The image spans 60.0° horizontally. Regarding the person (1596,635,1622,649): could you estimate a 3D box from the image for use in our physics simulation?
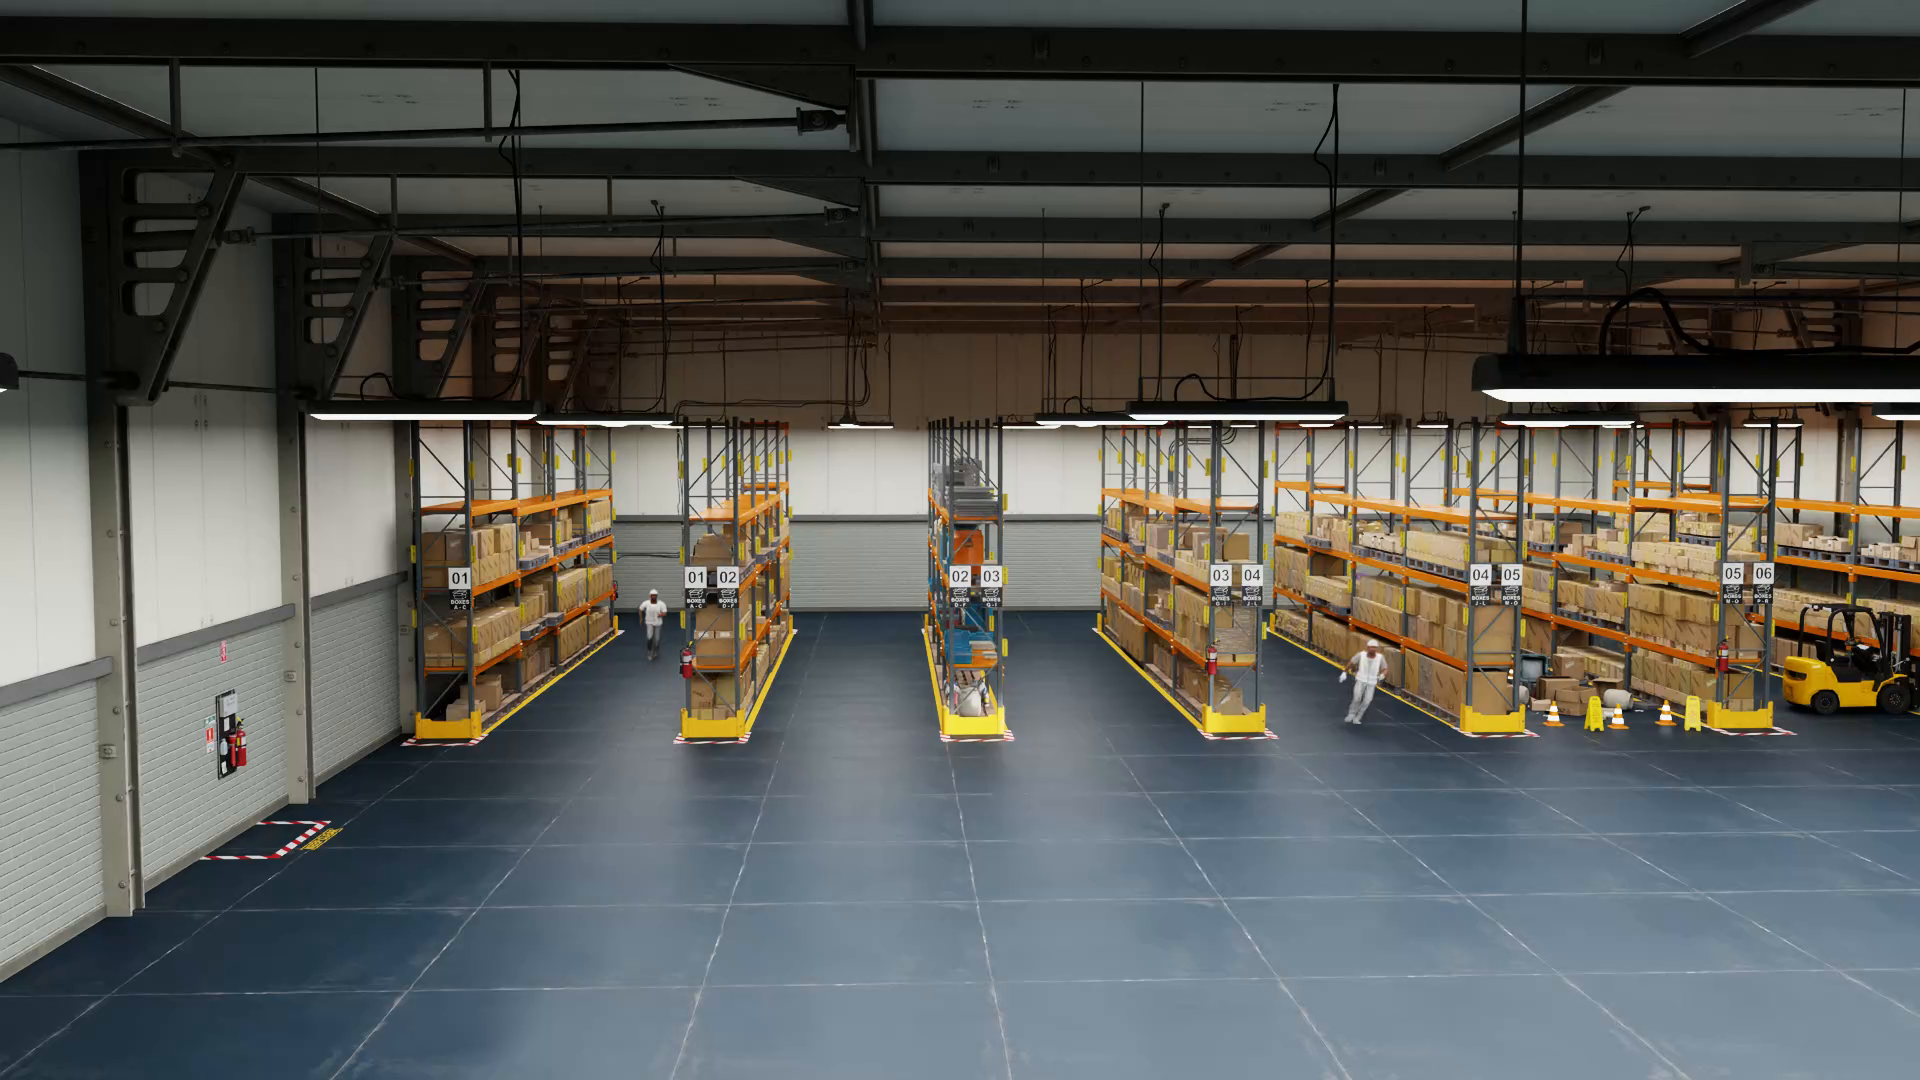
[{"bbox_3d":[16.922,2.006,43.392,0.660,1.745,0.926,-1,4,-12],"label":"person"}]

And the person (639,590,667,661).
[{"bbox_3d":[-7.666,2.134,41.553,0.697,1.789,0.720,-1,4,-12],"label":"person"}]

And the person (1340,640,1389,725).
[{"bbox_3d":[7.913,2.776,32.405,0.880,1.677,0.674,0,4,-1],"label":"person"}]

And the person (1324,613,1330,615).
[{"bbox_3d":[11.153,1.601,49.972,0.819,1.775,0.607,-2,4,-31],"label":"person"}]
